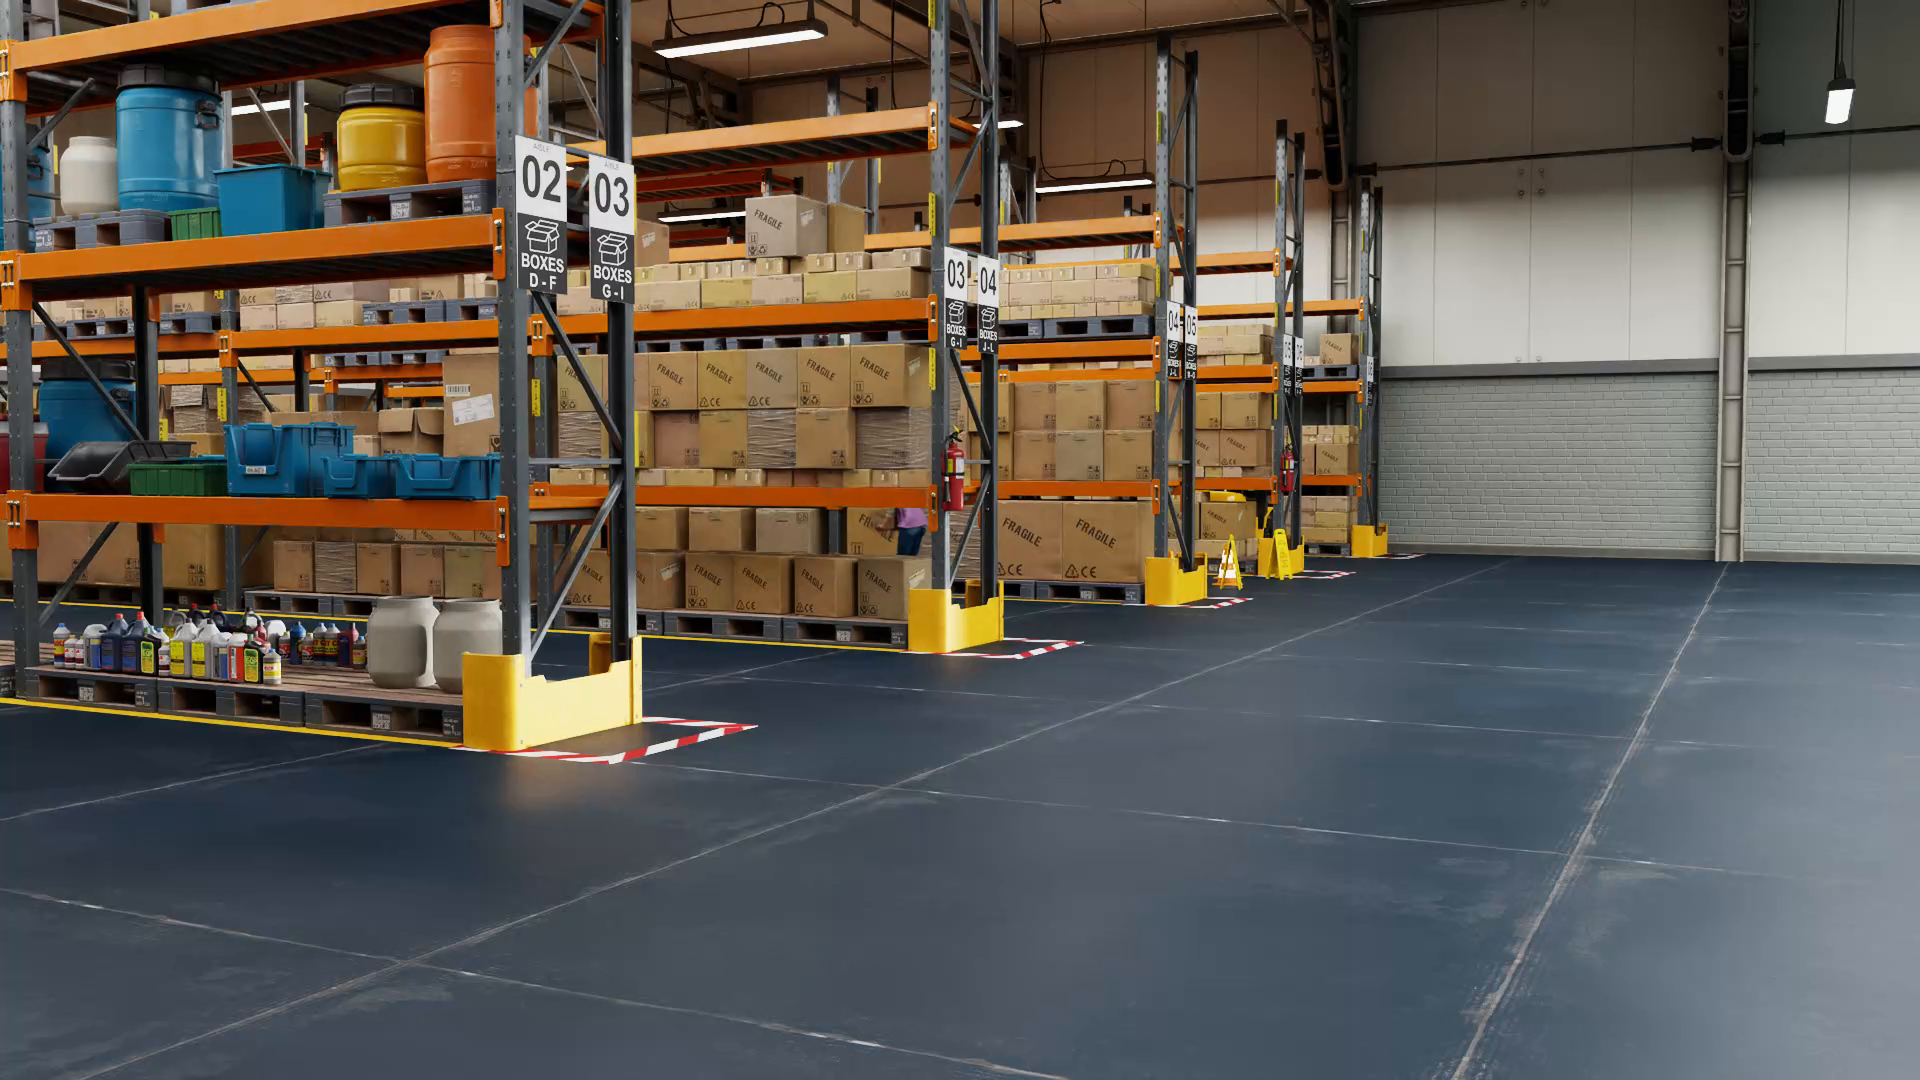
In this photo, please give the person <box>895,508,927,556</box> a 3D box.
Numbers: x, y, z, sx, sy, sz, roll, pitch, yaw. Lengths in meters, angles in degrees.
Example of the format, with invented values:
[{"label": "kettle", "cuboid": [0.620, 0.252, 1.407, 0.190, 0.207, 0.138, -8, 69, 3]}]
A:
[{"label": "person", "cuboid": [-0.539, -0.119, 17.736, 0.341, 1.594, 0.483, 1, 3, 24]}]
